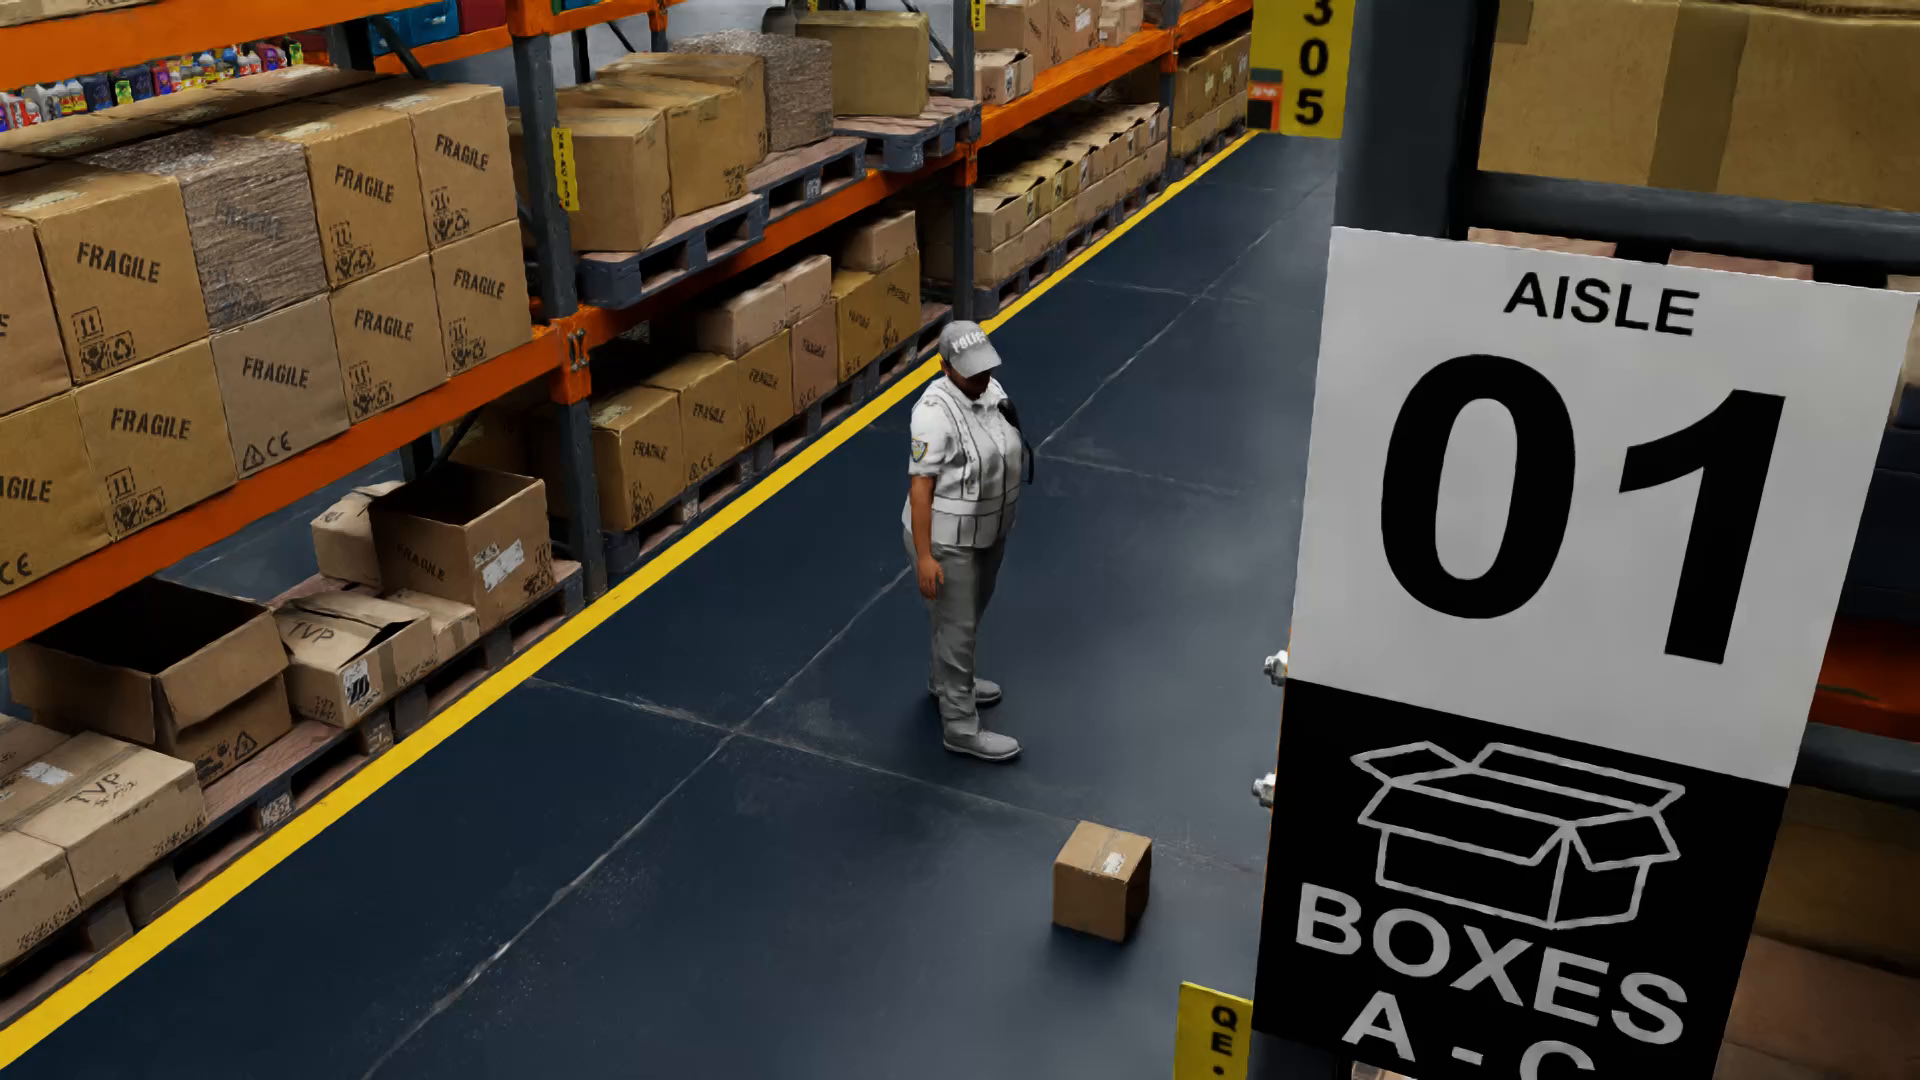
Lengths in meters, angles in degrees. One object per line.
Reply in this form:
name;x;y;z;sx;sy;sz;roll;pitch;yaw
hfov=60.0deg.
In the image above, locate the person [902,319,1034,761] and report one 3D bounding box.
person;0.025;-0.008;6.101;0.559;1.655;0.600;17;31;30
